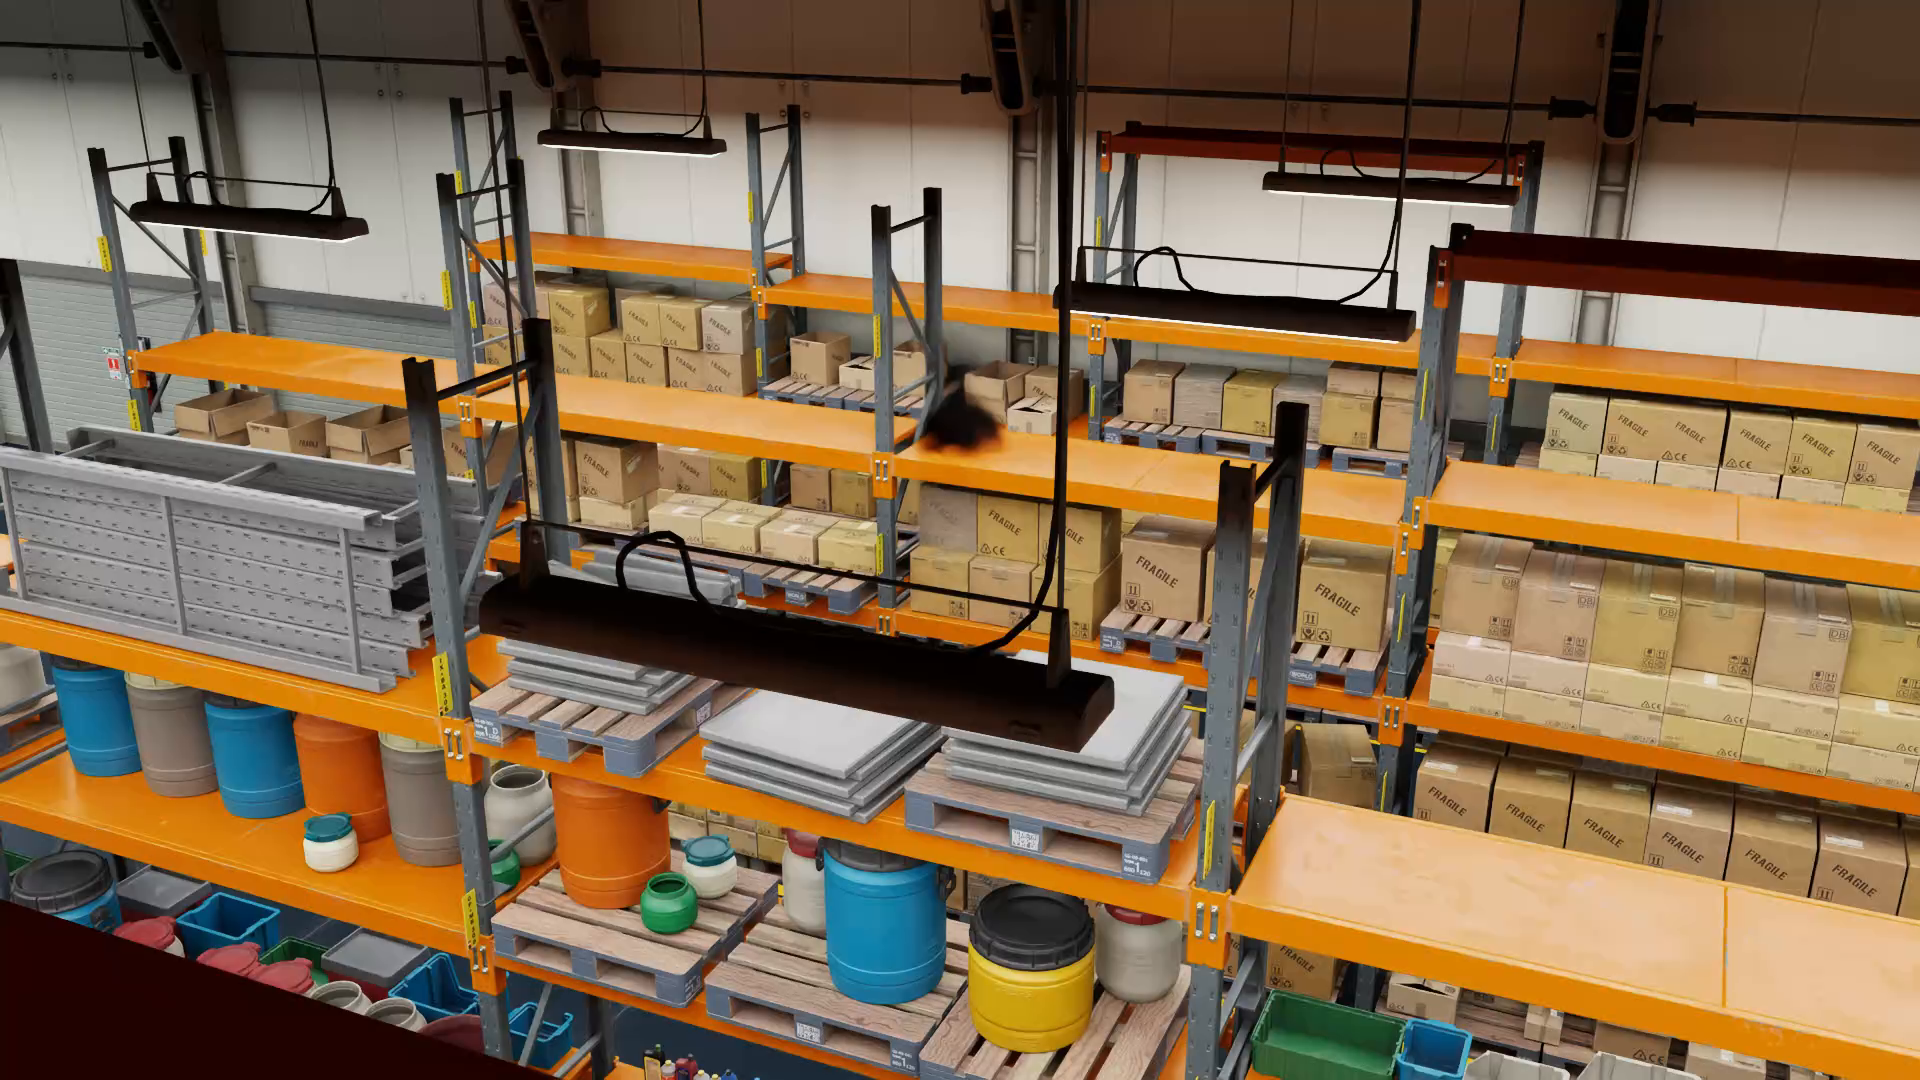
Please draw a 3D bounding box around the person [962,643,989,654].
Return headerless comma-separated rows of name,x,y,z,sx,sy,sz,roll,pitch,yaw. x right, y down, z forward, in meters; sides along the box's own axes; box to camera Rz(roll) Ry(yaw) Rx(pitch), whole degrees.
person,0.142,1.655,15.923,0.816,1.713,0.511,11,23,28
